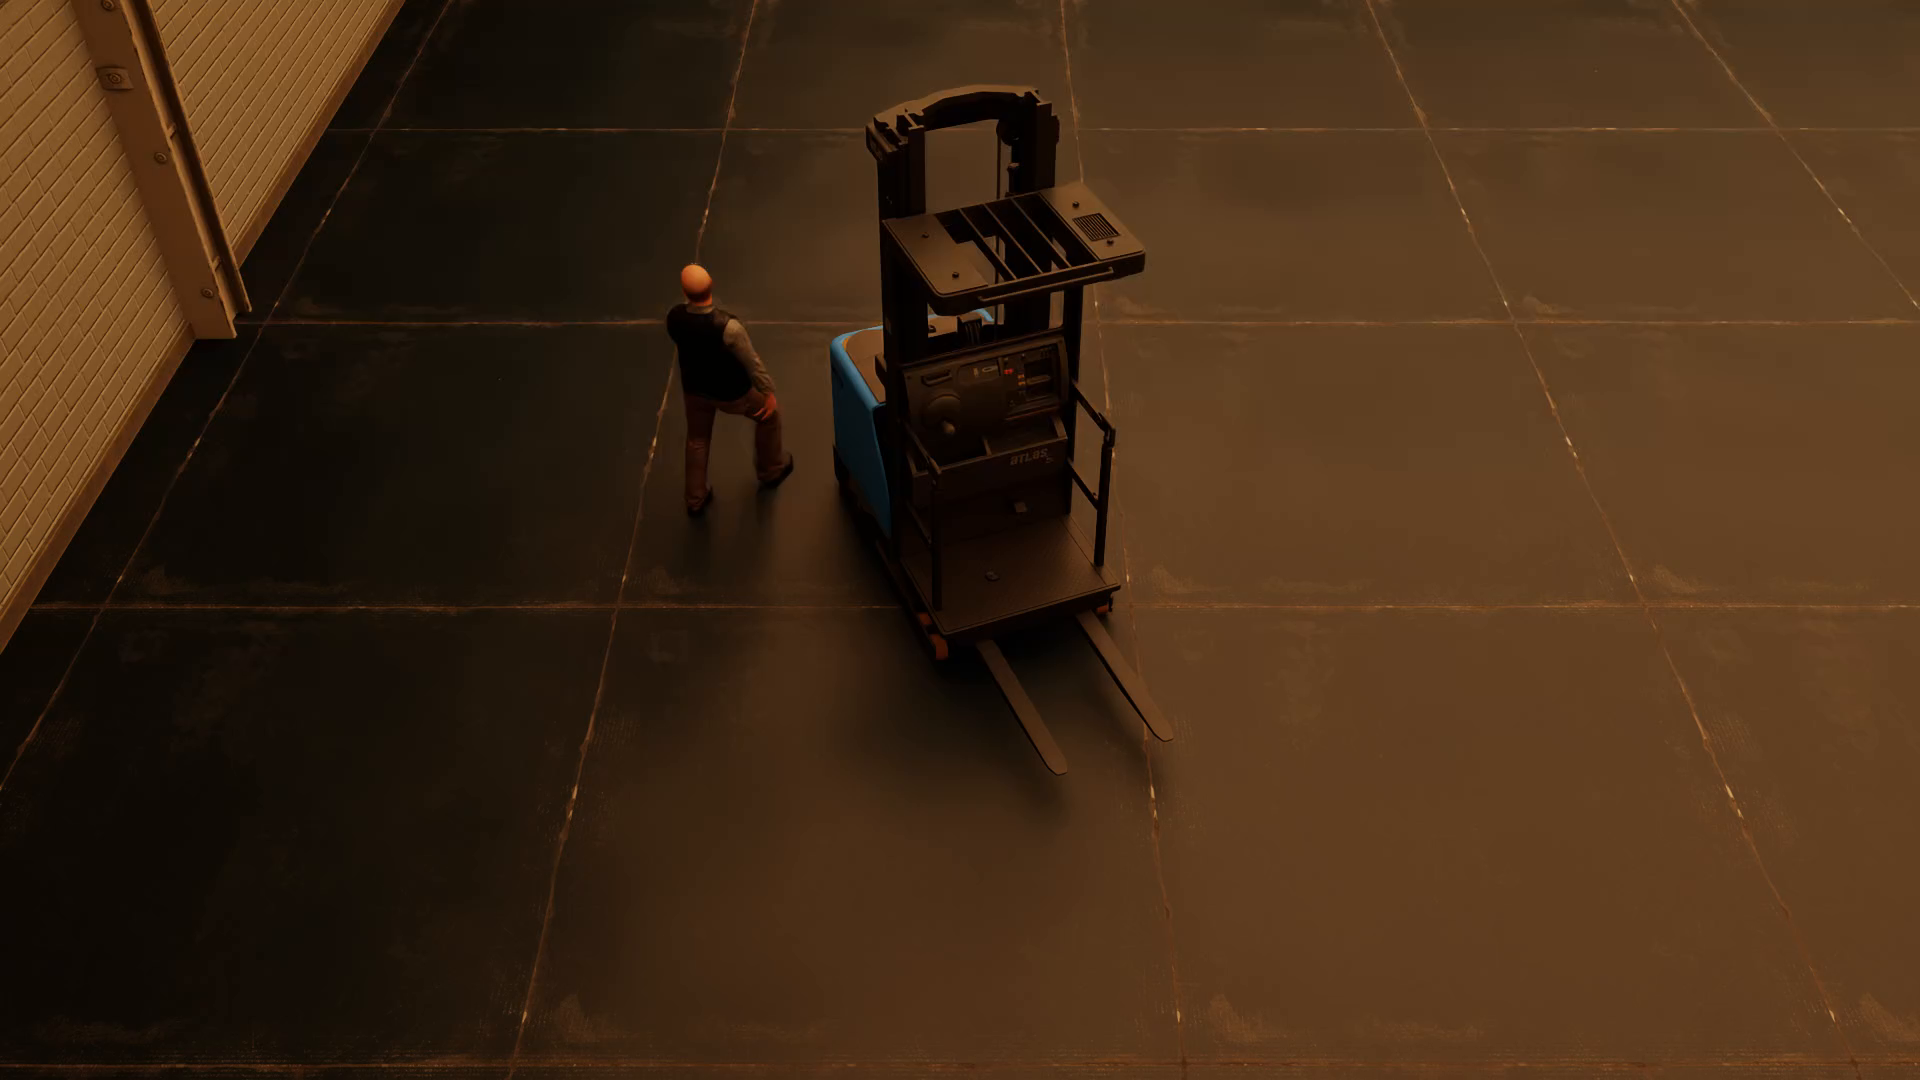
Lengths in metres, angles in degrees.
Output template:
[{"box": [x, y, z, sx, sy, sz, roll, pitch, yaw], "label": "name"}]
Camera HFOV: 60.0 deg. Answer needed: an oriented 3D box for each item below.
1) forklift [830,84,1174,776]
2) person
[{"box": [0.230, -0.743, 8.782, 1.130, 2.935, 3.031, -15, 43, -17], "label": "forklift"}, {"box": [-1.394, -0.945, 10.002, 0.662, 1.659, 0.718, 11, 42, 12], "label": "person"}]
